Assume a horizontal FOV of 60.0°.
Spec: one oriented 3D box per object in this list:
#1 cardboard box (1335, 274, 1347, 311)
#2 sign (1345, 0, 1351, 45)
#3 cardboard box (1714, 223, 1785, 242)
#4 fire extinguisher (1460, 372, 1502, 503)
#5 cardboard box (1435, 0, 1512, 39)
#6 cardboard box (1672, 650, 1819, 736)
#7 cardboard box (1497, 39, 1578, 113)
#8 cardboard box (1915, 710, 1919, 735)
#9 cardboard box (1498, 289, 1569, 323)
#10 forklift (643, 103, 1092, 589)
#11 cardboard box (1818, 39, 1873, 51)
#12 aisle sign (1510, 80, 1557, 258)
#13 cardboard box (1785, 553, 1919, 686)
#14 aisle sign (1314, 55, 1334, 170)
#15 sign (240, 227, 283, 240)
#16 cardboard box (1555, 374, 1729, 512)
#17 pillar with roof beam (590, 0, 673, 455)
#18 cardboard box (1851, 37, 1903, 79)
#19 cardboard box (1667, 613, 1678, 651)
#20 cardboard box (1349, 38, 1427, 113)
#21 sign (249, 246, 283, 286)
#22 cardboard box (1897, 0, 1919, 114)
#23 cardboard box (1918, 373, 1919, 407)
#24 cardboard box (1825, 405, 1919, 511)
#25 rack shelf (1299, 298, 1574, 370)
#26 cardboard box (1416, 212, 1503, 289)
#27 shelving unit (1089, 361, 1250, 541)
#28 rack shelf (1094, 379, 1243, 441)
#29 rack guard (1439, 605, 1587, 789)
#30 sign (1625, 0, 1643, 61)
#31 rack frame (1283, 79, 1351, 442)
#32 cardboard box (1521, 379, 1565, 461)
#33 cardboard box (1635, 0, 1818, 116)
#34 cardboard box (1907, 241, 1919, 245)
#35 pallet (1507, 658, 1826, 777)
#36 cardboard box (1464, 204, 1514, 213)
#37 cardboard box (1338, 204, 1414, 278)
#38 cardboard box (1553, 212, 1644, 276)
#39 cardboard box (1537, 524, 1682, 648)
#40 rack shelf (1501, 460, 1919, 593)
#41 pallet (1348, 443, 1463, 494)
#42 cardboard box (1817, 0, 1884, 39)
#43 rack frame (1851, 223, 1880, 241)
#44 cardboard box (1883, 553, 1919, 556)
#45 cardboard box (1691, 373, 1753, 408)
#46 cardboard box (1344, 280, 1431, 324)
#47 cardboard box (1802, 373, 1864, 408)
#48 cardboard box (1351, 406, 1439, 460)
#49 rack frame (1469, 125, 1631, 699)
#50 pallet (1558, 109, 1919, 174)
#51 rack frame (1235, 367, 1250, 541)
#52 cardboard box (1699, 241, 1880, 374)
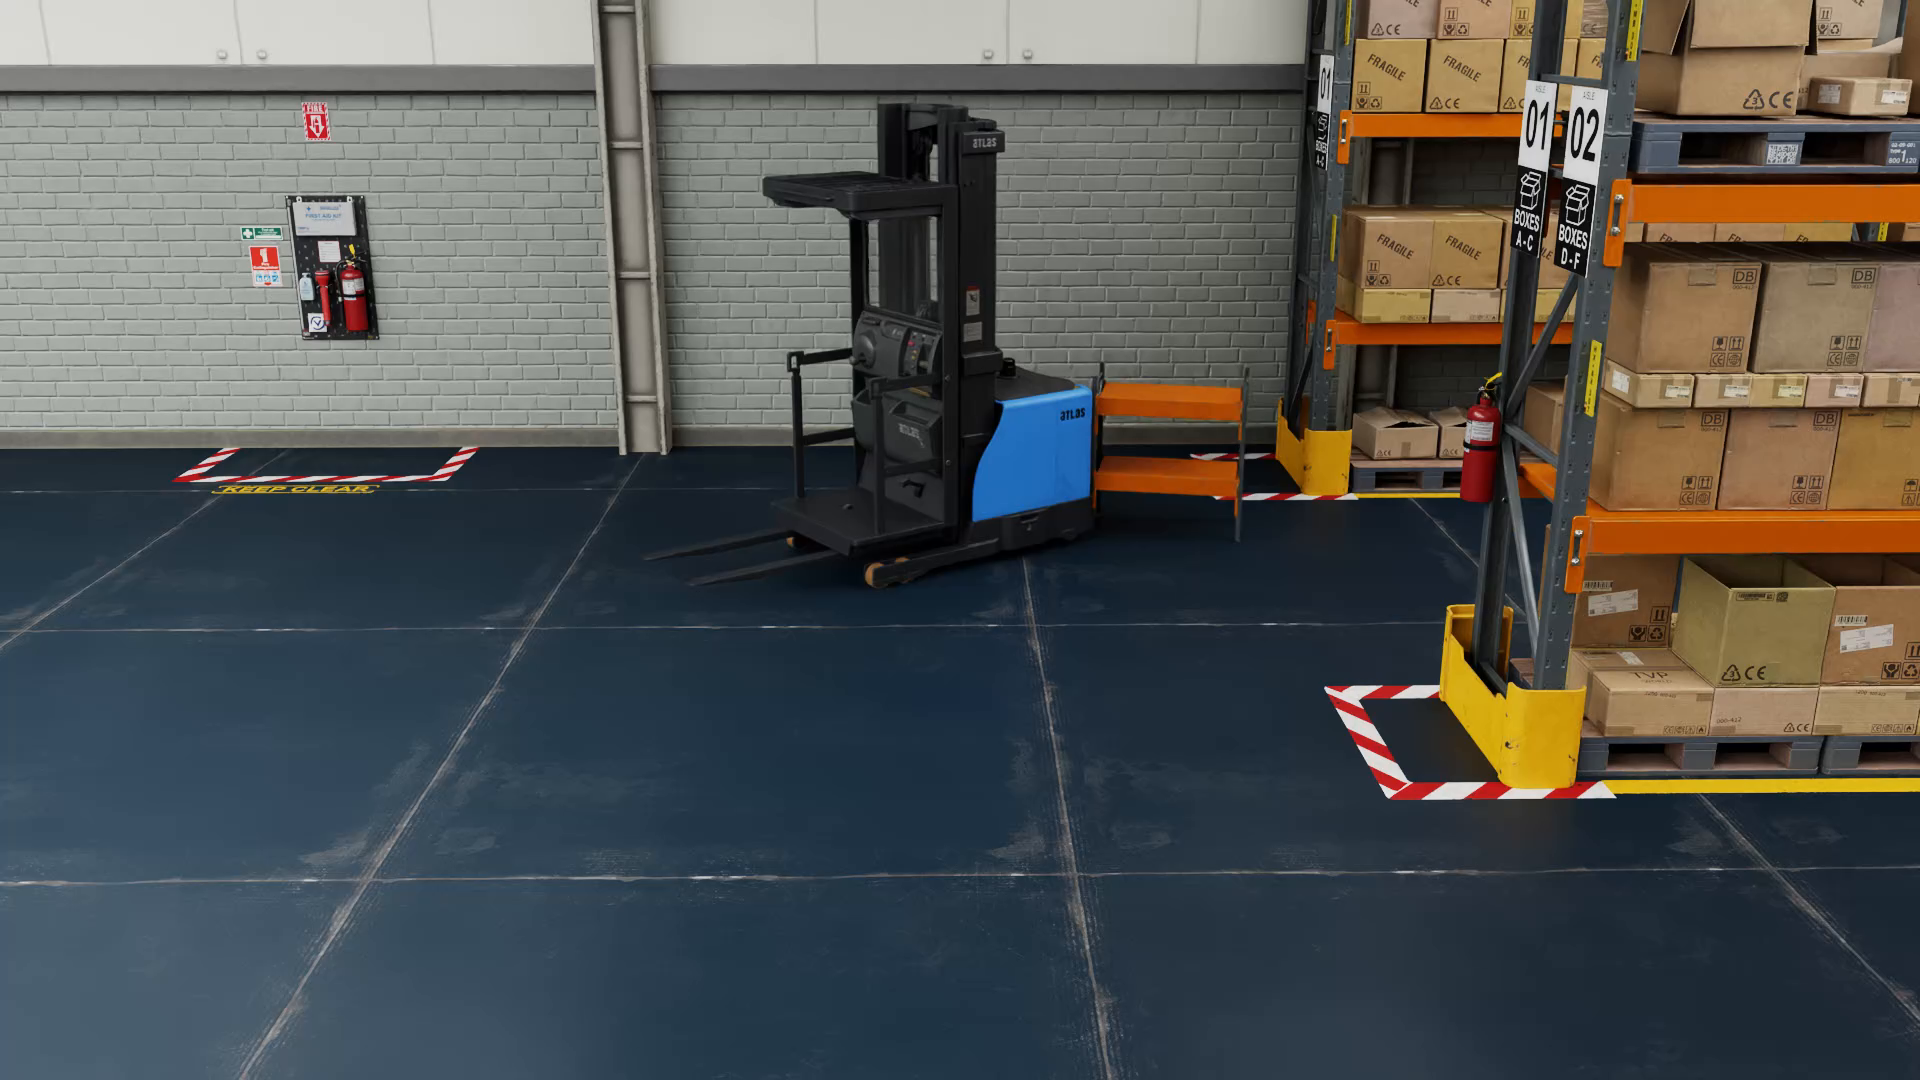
[{"bbox_3d":[3.158,-1.942,12.903,0.500,0.250,0.500,0,18,0],"label":"cardboard box"},{"bbox_3d":[2.702,-3.621,11.583,0.005,0.325,0.100,0,18,-1],"label":"sign"},{"bbox_3d":[5.726,-2.156,12.342,0.500,0.500,0.500,0,18,-1],"label":"cardboard box"},{"bbox_3d":[2.650,-0.534,8.428,0.183,0.674,0.296,0,18,-1],"label":"fire extinguisher"},{"bbox_3d":[3.585,-3.818,11.796,0.500,0.500,0.500,0,18,-1],"label":"cardboard box"},{"bbox_3d":[3.815,0.742,8.138,0.500,0.250,0.500,0,18,-1],"label":"cardboard box"},{"bbox_3d":[4.089,-3.348,11.968,0.500,0.500,0.500,1,18,2],"label":"cardboard box"},{"bbox_3d":[4.815,0.739,8.148,0.500,0.250,0.500,0,18,-1],"label":"cardboard box"},{"bbox_3d":[4.215,-1.793,12.440,0.500,0.250,0.500,-1,18,-2],"label":"cardboard box"},{"bbox_3d":[-0.581,-1.264,10.690,3.031,2.935,1.130,-12,22,-34],"label":"forklift"},{"bbox_3d":[6.190,-3.369,12.032,0.500,0.500,0.500,0,18,1],"label":"cardboard box"},{"bbox_3d":[2.705,-1.757,7.857,0.004,0.787,0.394,0,18,-1],"label":"aisle sign"},{"bbox_3d":[4.315,0.379,8.042,0.500,0.500,0.500,0,18,-1],"label":"cardboard box"},{"bbox_3d":[2.626,-3.088,12.008,0.004,0.787,0.394,0,18,-1],"label":"aisle sign"},{"bbox_3d":[-5.641,-2.476,13.430,0.331,0.109,0.001,0,18,-1],"label":"sign"},{"bbox_3d":[3.243,-0.475,7.955,0.500,0.500,0.700,0,18,-1],"label":"cardboard box"},{"bbox_3d":[-2.551,-3.723,8.420,0.400,9.000,9.100,0,18,-1],"label":"pillar with roof beam"},{"bbox_3d":[4.479,-2.171,7.722,0.500,0.311,0.500,2,18,6],"label":"cardboard box"},{"bbox_3d":[3.807,0.581,8.639,0.500,0.250,0.500,0,18,-1],"label":"cardboard box"},{"bbox_3d":[3.032,-3.353,11.982,0.500,0.500,0.500,0,18,1],"label":"cardboard box"},{"bbox_3d":[-5.645,-2.226,13.519,0.234,0.329,0.001,0,18,-1],"label":"sign"},{"bbox_3d":[4.440,-2.096,7.181,0.500,0.500,0.500,0,18,-1],"label":"cardboard box"},{"bbox_3d":[4.459,-0.729,7.683,0.250,0.149,0.380,-1,18,-2],"label":"cardboard box"},{"bbox_3d":[4.264,-0.480,7.969,0.500,0.500,0.700,0,18,0],"label":"cardboard box"},{"bbox_3d":[4.693,-1.609,12.831,4.000,0.370,1.077,0,18,-1],"label":"rack shelf"},{"bbox_3d":[3.670,-2.147,12.316,0.500,0.500,0.500,0,18,-1],"label":"cardboard box"},{"bbox_3d":[1.466,-0.630,11.670,1.048,1.125,0.538,3,18,10],"label":"shelving unit"},{"bbox_3d":[1.466,-0.909,11.581,1.000,0.278,0.538,3,18,10],"label":"rack shelf"},{"bbox_3d":[2.752,0.761,8.357,0.348,0.500,1.175,0,18,-1],"label":"rack guard"},{"bbox_3d":[2.778,-2.142,6.843,0.005,0.325,0.100,0,18,-1],"label":"sign"},{"bbox_3d":[2.694,-1.942,12.692,0.127,3.000,1.000,0,18,-1],"label":"rack frame"},{"bbox_3d":[4.691,-0.928,12.903,0.500,0.500,0.700,-1,18,-4],"label":"cardboard box"},{"bbox_3d":[3.350,-2.175,7.420,0.637,0.503,0.797,1,18,3],"label":"cardboard box"},{"bbox_3d":[4.826,-1.103,7.787,0.500,0.500,0.700,0,18,-1],"label":"cardboard box"},{"bbox_3d":[3.540,0.882,8.453,1.213,0.211,1.003,0,18,-1],"label":"pallet"},{"bbox_3d":[4.182,-2.308,12.816,0.500,0.500,0.500,-1,18,-2],"label":"cardboard box"},{"bbox_3d":[3.162,-2.305,12.806,0.500,0.500,0.500,0,18,-1],"label":"cardboard box"},{"bbox_3d":[4.703,-2.154,12.337,0.500,0.500,0.500,0,18,1],"label":"cardboard box"},{"bbox_3d":[3.307,0.229,8.508,0.500,0.500,0.500,0,18,-1],"label":"cardboard box"},{"bbox_3d":[4.775,-0.096,8.115,4.000,0.370,1.077,0,18,-1],"label":"rack shelf"},{"bbox_3d":[3.582,-0.608,13.097,1.213,0.211,1.003,0,18,-1],"label":"pallet"},{"bbox_3d":[6.196,-3.838,11.857,0.500,0.500,0.500,-2,18,-6],"label":"cardboard box"},{"bbox_3d":[6.693,-1.962,12.752,0.127,3.000,1.000,0,18,-1],"label":"rack frame"},{"bbox_3d":[4.807,0.218,8.543,0.500,0.500,0.500,0,18,-1],"label":"cardboard box"},{"bbox_3d":[3.435,-0.724,7.668,0.250,0.149,0.380,-1,18,-2],"label":"cardboard box"},{"bbox_3d":[3.187,-1.786,12.416,0.500,0.250,0.500,-1,18,-2],"label":"cardboard box"},{"bbox_3d":[3.937,-0.725,7.672,0.250,0.149,0.380,-1,18,-2],"label":"cardboard box"},{"bbox_3d":[3.387,-0.847,12.960,0.500,0.311,0.500,-2,18,-7],"label":"cardboard box"},{"bbox_3d":[2.776,-0.429,7.975,0.127,3.000,1.000,0,18,-1],"label":"rack frame"},{"bbox_3d":[3.483,-1.811,7.517,1.213,0.211,1.003,0,18,-1],"label":"pallet"},{"bbox_3d":[1.966,-0.601,11.579,0.032,1.125,0.500,3,18,10],"label":"rack frame"},{"bbox_3d":[3.821,-1.097,7.771,0.500,0.500,0.700,-1,18,-2],"label":"cardboard box"}]
